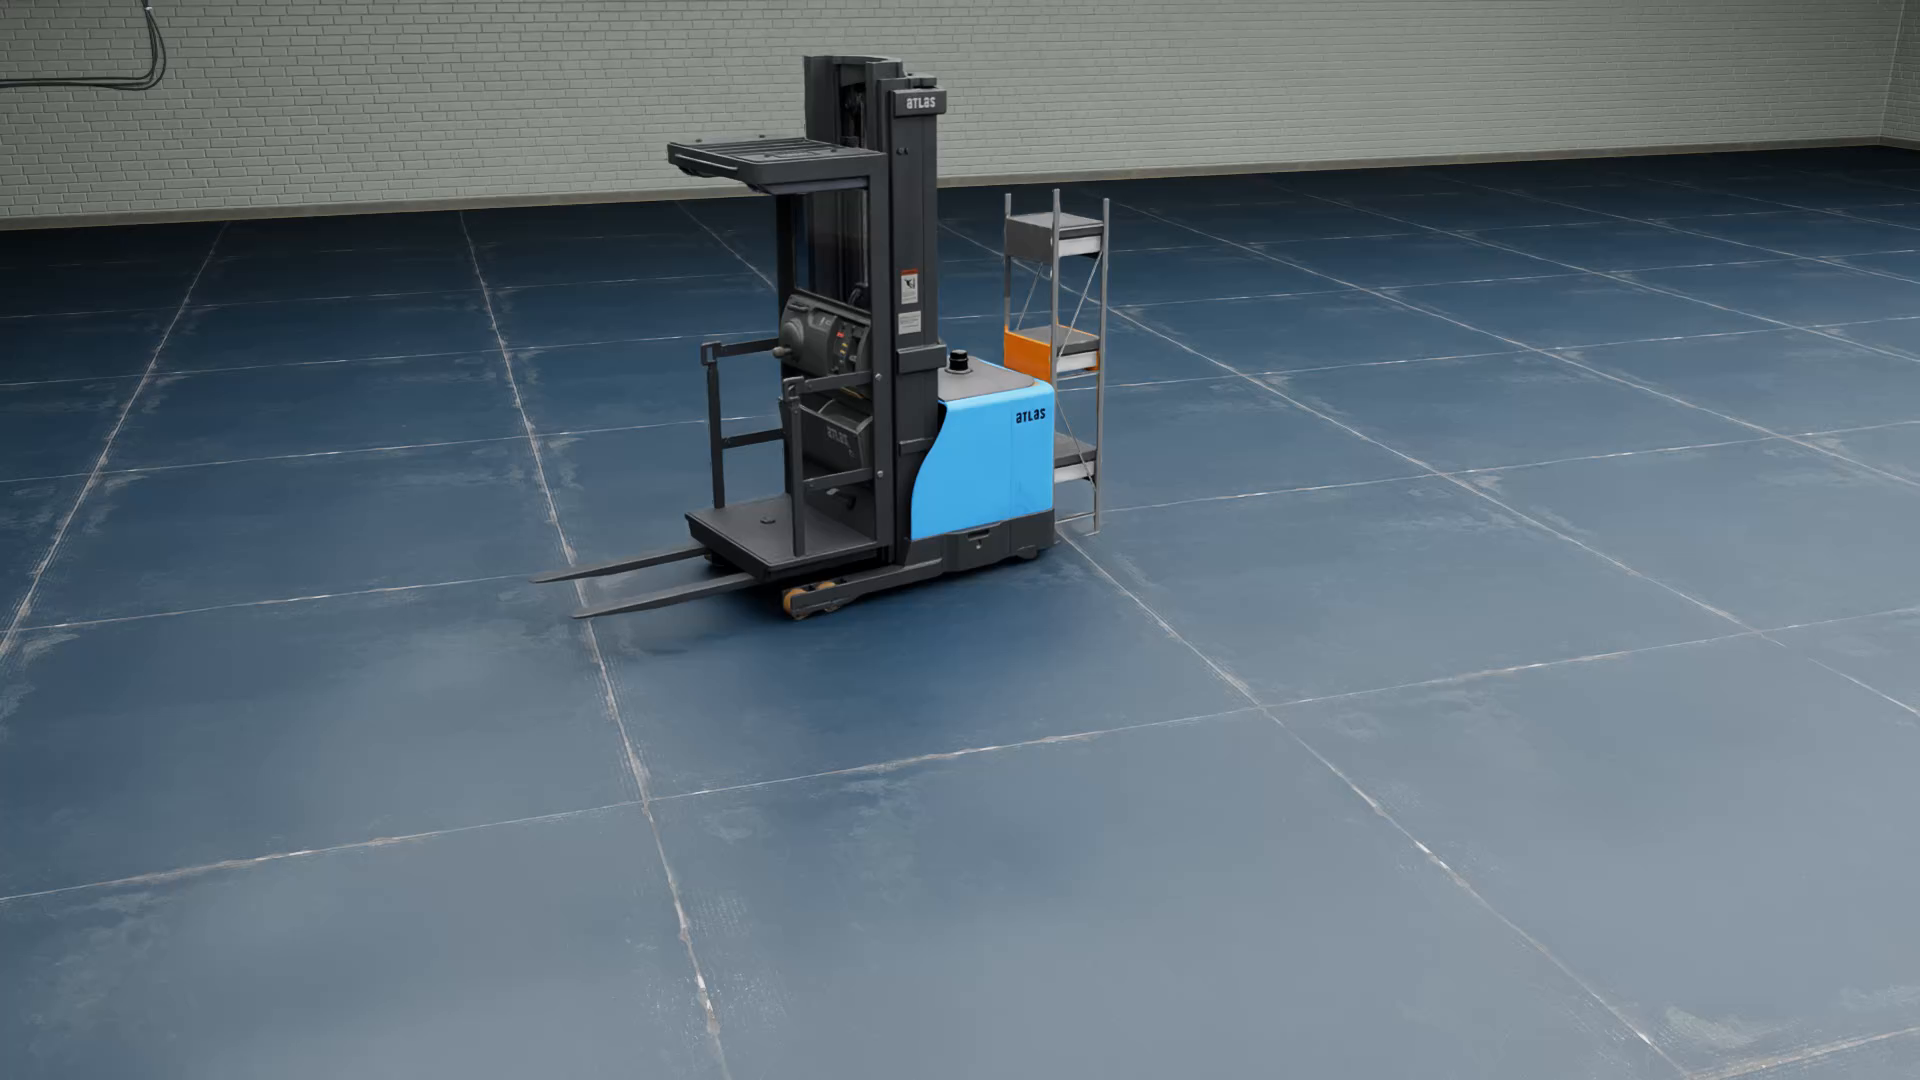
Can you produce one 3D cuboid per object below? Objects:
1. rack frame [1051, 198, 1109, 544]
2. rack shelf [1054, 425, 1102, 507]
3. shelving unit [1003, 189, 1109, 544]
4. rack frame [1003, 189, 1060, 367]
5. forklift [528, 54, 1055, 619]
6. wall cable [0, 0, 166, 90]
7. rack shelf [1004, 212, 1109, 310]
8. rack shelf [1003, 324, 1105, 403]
[{"bbox_3d":[0.712,-0.992,10.071,0.400,2.100,0.015,-13,23,-32],"label":"rack frame"},{"bbox_3d":[0.576,-0.389,10.503,0.431,0.518,0.480,-13,23,-32],"label":"rack shelf"},{"bbox_3d":[0.576,-1.060,10.262,0.431,2.100,0.503,-13,23,-32],"label":"shelving unit"},{"bbox_3d":[0.441,-1.129,10.453,0.400,2.100,0.015,-13,23,-32],"label":"rack frame"},{"bbox_3d":[-0.935,-1.145,9.268,3.031,2.935,1.130,-13,23,-32],"label":"forklift"},{"bbox_3d":[-11.754,-6.864,20.809,3.097,2.526,0.112,-6,21,-17],"label":"wall cable"},{"bbox_3d":[0.576,-1.706,10.030,0.431,0.518,0.480,-13,23,-32],"label":"rack shelf"},{"bbox_3d":[0.576,-1.047,10.267,0.431,0.518,0.480,-13,23,-32],"label":"rack shelf"}]
